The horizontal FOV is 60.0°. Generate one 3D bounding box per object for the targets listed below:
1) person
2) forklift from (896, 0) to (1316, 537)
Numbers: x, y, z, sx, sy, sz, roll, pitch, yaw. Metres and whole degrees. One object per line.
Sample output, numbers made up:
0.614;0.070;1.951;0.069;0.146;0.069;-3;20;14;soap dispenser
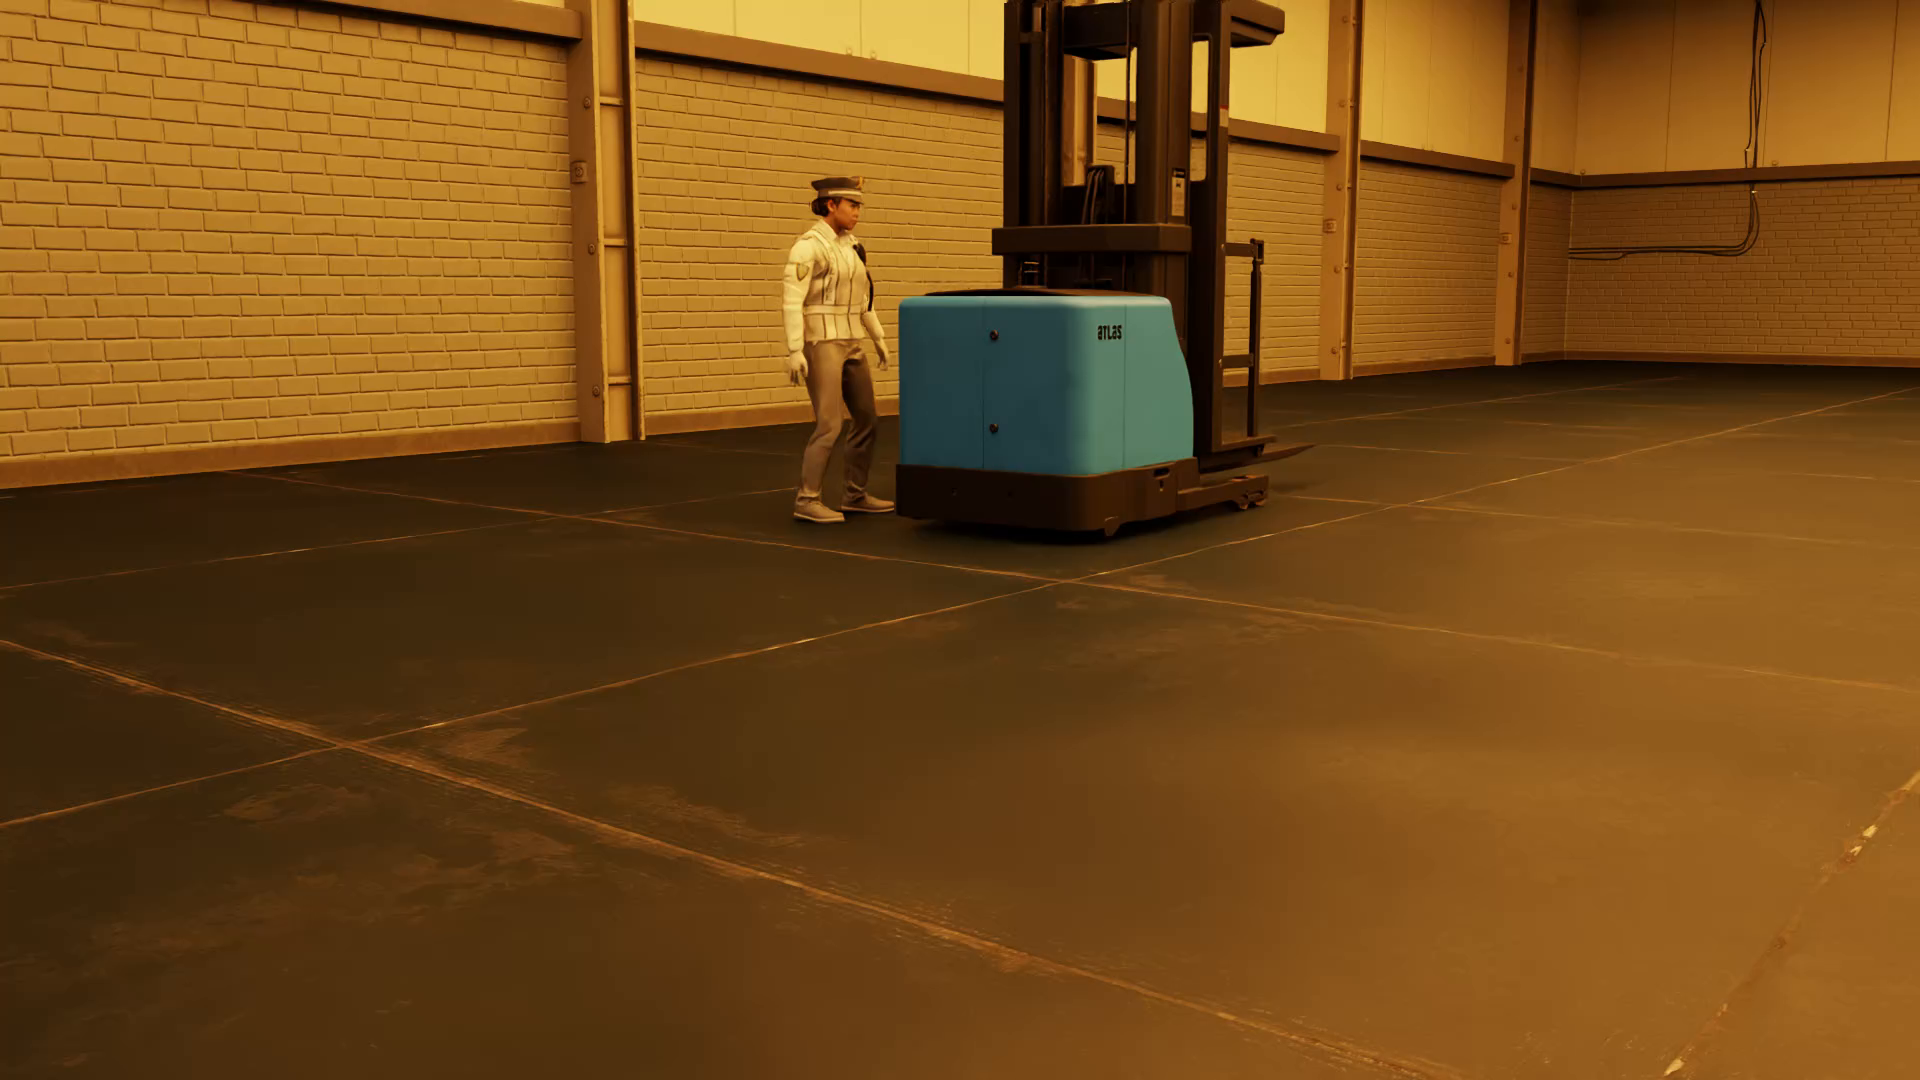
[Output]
-0.601;-0.913;7.995;0.343;1.642;0.701;5;10;31;person
0.945;-1.633;8.445;1.130;2.935;3.031;6;10;34;forklift
